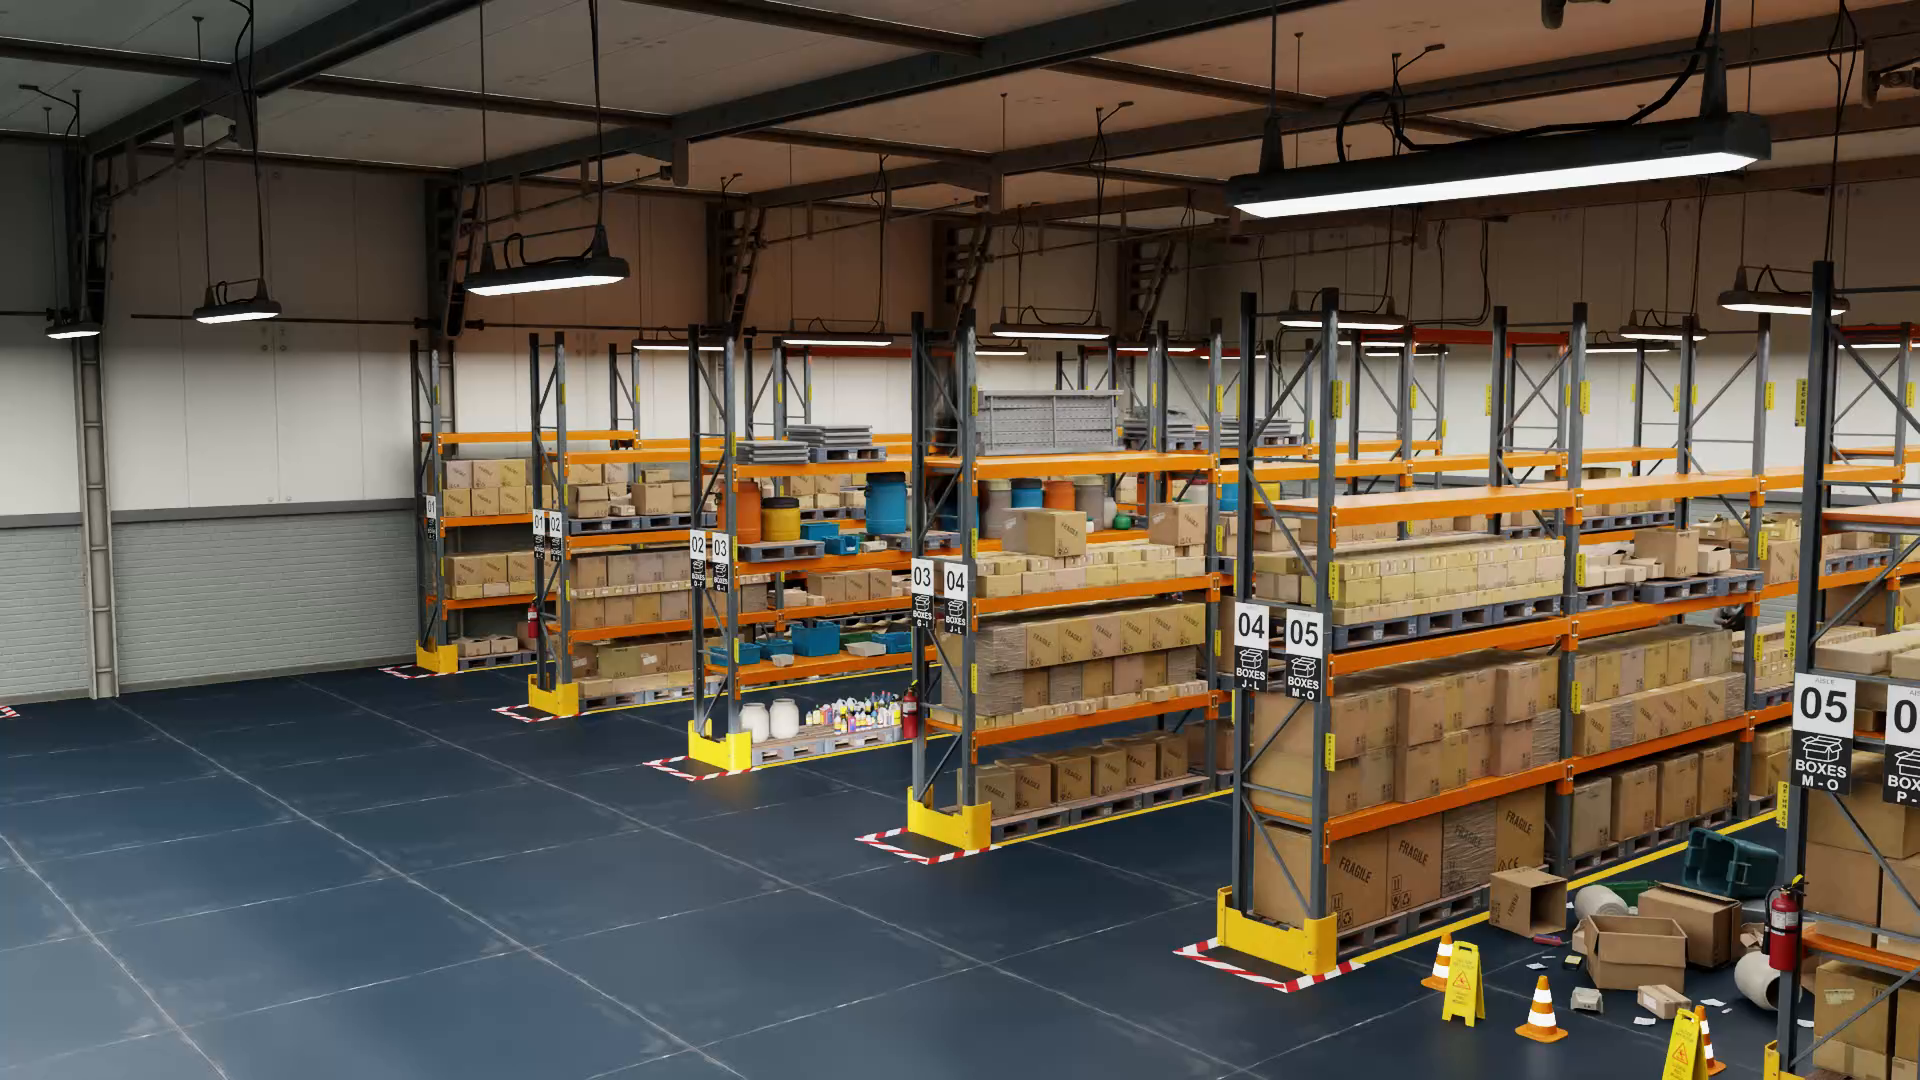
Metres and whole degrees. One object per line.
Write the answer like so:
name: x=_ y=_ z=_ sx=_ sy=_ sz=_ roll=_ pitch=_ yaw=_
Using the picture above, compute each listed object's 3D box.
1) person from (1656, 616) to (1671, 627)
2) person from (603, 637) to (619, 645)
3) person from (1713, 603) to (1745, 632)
person: x=11.350 y=1.916 z=26.528 sx=1.052 sy=1.654 sz=0.609 roll=-5 pitch=7 yaw=-41
person: x=-6.148 y=1.727 z=29.147 sx=0.644 sy=1.496 sz=0.816 roll=3 pitch=6 yaw=25
person: x=13.090 y=1.674 z=28.144 sx=0.652 sy=1.709 sz=0.946 roll=2 pitch=6 yaw=25
